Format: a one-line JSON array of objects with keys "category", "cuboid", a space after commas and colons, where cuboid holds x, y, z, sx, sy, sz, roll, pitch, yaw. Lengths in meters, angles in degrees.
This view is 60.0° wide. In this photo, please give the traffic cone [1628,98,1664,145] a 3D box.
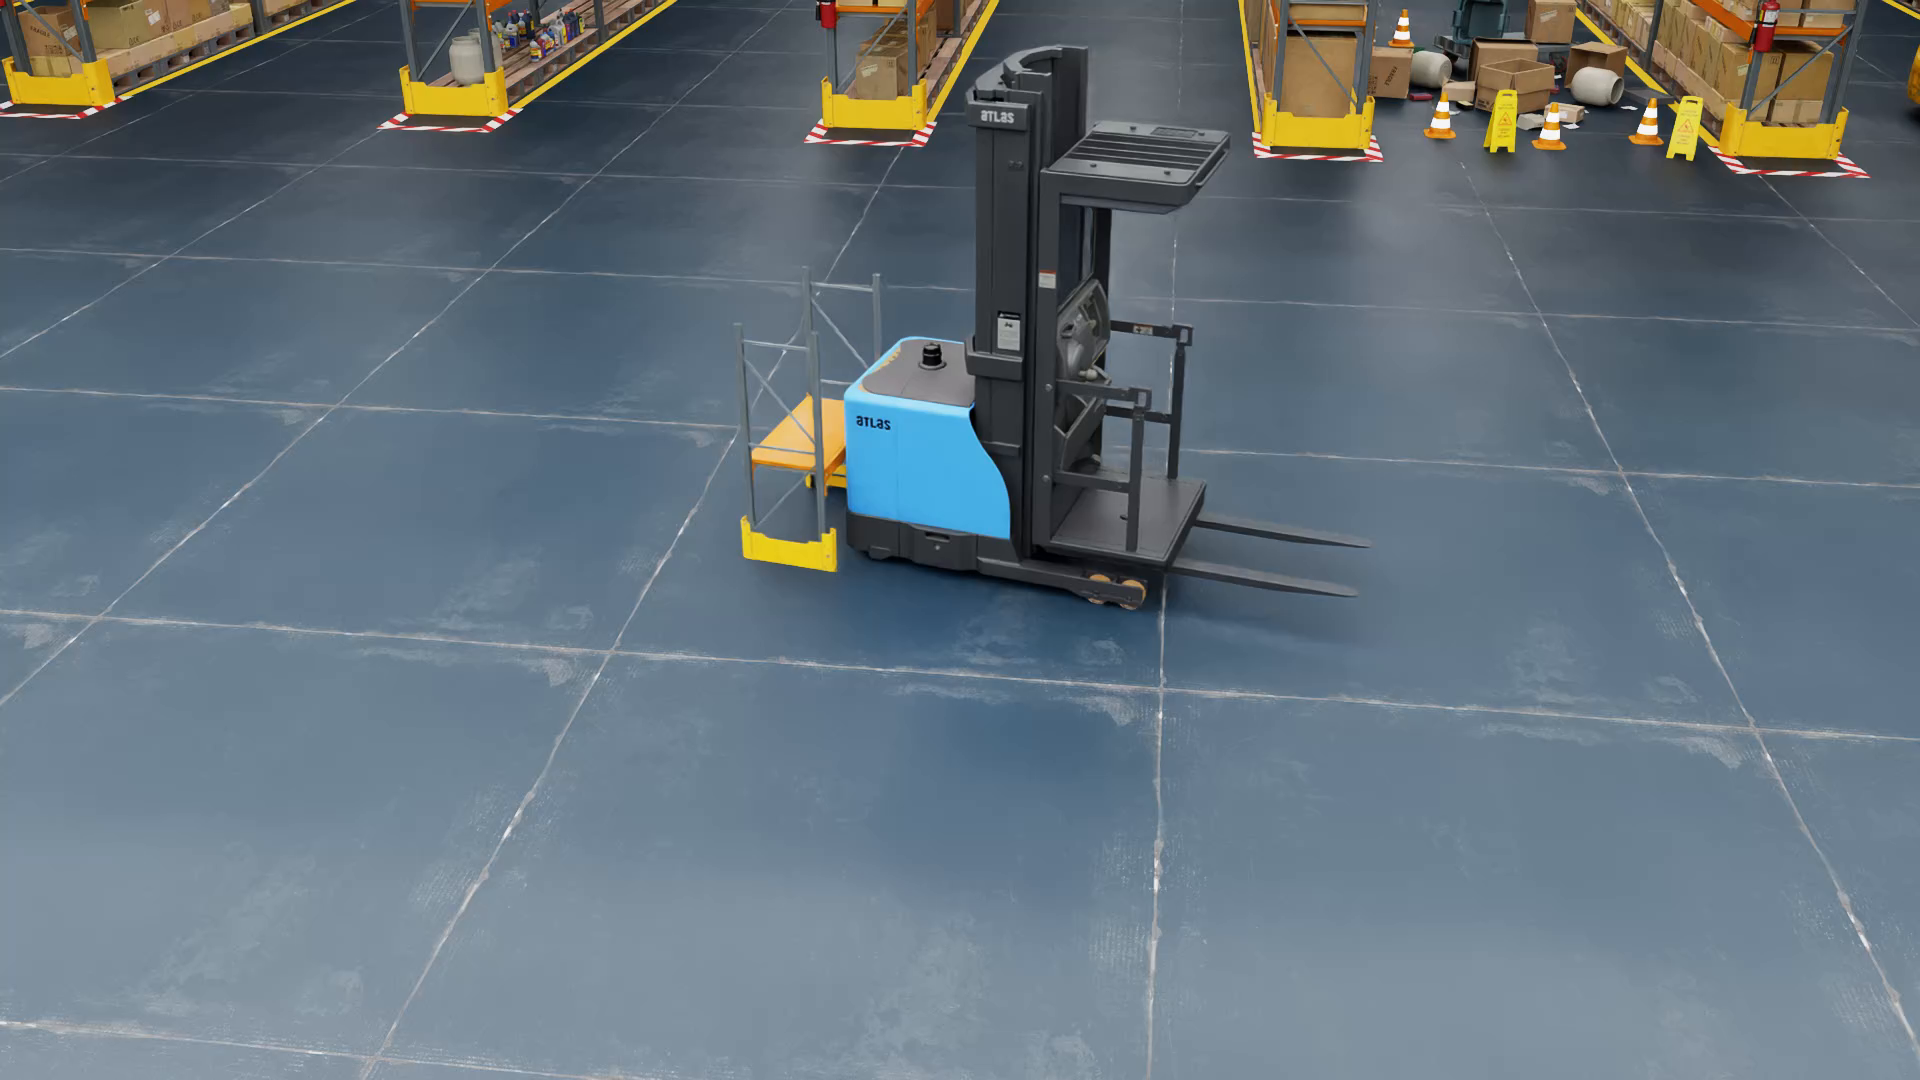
[{"category": "traffic cone", "cuboid": [7.624, -4.640, 18.374, 0.336, 0.463, 0.334, 3, 28, 6]}]

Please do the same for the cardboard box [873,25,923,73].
[{"category": "cardboard box", "cuboid": [-0.756, -6.010, 20.435, 0.500, 0.500, 0.500, 6, 29, 11]}]

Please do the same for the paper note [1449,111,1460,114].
[{"category": "paper note", "cuboid": [5.798, -5.031, 19.559, 0.144, 0.017, 0.142, 14, 31, 24]}]

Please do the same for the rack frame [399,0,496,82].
[{"category": "rack frame", "cuboid": [-5.900, -6.343, 18.861, 1.000, 3.000, 0.127, 3, 28, 6]}]

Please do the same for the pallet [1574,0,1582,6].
[{"category": "pallet", "cuboid": [10.003, -8.384, 25.590, 1.003, 0.211, 1.213, 3, 28, 6]}]

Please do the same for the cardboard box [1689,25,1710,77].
[{"category": "cardboard box", "cuboid": [8.820, -5.659, 19.257, 0.500, 0.500, 0.500, 3, 28, 5]}]

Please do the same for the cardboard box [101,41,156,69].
[{"category": "cardboard box", "cuboid": [-10.471, -6.082, 20.833, 0.500, 0.250, 0.500, 3, 28, 6]}]

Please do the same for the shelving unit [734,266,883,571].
[{"category": "shelving unit", "cuboid": [-0.873, -0.756, 10.072, 0.587, 1.500, 1.083, 8, 29, 15]}]

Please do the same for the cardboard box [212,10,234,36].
[{"category": "cardboard box", "cuboid": [-10.236, -7.024, 22.582, 0.500, 0.250, 0.500, 3, 28, 6]}]

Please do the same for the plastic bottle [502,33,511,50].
[{"category": "plastic bottle", "cuboid": [-5.893, -6.469, 21.581, 0.097, 0.201, 0.097, 0, 28, 0]}]

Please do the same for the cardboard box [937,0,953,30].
[{"category": "cardboard box", "cuboid": [-0.397, -7.319, 22.845, 0.700, 0.500, 0.500, 1, 28, 2]}]

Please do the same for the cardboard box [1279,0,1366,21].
[{"category": "cardboard box", "cuboid": [3.927, -5.963, 17.997, 0.875, 0.550, 0.550, 3, 28, 6]}]

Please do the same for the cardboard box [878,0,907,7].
[{"category": "cardboard box", "cuboid": [-0.712, -6.065, 18.610, 0.380, 0.149, 0.250, 3, 28, 6]}]

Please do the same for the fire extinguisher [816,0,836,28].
[{"category": "fire extinguisher", "cuboid": [-1.455, -5.994, 18.295, 0.296, 0.674, 0.183, 3, 28, 6]}]

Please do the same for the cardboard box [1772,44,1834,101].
[{"category": "cardboard box", "cuboid": [9.227, -5.159, 18.328, 0.500, 0.500, 0.500, 2, 28, 4]}]

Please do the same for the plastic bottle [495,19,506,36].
[{"category": "plastic bottle", "cuboid": [-5.995, -6.609, 21.683, 0.144, 0.351, 0.185, 3, 28, 6]}]

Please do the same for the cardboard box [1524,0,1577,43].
[{"category": "cardboard box", "cuboid": [7.571, -6.684, 21.332, 0.500, 0.500, 0.500, 3, 28, 6]}]

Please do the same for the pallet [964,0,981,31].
[{"category": "pallet", "cuboid": [-0.253, -7.653, 24.233, 1.003, 0.211, 1.213, 3, 28, 6]}]

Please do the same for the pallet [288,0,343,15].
[{"category": "pallet", "cuboid": [-10.127, -8.213, 25.272, 1.003, 0.211, 1.213, 3, 28, 6]}]

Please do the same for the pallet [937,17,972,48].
[{"category": "pallet", "cuboid": [-0.400, -7.077, 23.164, 1.003, 0.211, 1.213, 3, 28, 6]}]

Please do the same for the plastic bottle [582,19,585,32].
[{"category": "plastic bottle", "cuboid": [-5.145, -6.999, 22.565, 0.097, 0.201, 0.097, 0, 28, 0]}]

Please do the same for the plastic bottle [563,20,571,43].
[{"category": "plastic bottle", "cuboid": [-5.204, -6.734, 21.988, 0.061, 0.283, 0.133, 5, 29, 10]}]

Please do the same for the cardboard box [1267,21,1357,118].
[{"category": "cardboard box", "cuboid": [3.944, -5.292, 18.708, 0.875, 0.875, 0.875, 4, 29, 6]}]

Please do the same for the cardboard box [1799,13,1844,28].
[{"category": "cardboard box", "cuboid": [9.098, -5.517, 17.592, 0.380, 0.149, 0.250, 3, 29, 6]}]

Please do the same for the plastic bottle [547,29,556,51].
[{"category": "plastic bottle", "cuboid": [-5.289, -6.475, 21.518, 0.097, 0.271, 0.097, 0, 28, 0]}]

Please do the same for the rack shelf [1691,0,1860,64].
[{"category": "rack shelf", "cuboid": [9.096, -6.104, 19.176, 1.077, 0.370, 4.000, 3, 28, 6]}]

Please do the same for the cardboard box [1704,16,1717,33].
[{"category": "cardboard box", "cuboid": [8.737, -5.880, 18.984, 0.380, 0.149, 0.250, 5, 29, 8]}]

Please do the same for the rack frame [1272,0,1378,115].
[{"category": "rack frame", "cuboid": [3.926, -5.719, 17.704, 1.000, 3.000, 0.127, 3, 28, 6]}]

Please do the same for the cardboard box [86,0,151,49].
[{"category": "cardboard box", "cuboid": [-10.469, -6.412, 20.655, 0.500, 0.500, 0.500, 3, 28, 6]}]

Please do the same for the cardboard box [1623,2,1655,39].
[{"category": "cardboard box", "cuboid": [9.488, -6.976, 22.364, 0.950, 0.372, 0.625, 5, 29, 9]}]

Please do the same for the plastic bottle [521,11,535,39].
[{"category": "plastic bottle", "cuboid": [-5.777, -6.889, 22.204, 0.144, 0.351, 0.185, 3, 28, 6]}]

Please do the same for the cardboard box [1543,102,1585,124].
[{"category": "cardboard box", "cuboid": [7.007, -4.958, 19.297, 0.380, 0.149, 0.250, 20, 34, 32]}]

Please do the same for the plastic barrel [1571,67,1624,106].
[{"category": "plastic barrel", "cuboid": [7.602, -5.405, 19.837, 0.421, 0.421, 0.512, -24, 36, -37]}]

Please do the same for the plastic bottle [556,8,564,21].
[{"category": "plastic bottle", "cuboid": [-5.345, -6.942, 22.302, 0.144, 0.351, 0.185, 3, 28, 6]}]

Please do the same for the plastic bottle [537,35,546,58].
[{"category": "plastic bottle", "cuboid": [-5.322, -6.282, 21.147, 0.061, 0.283, 0.133, 4, 29, 7]}]

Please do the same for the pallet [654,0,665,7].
[{"category": "pallet", "cuboid": [-5.053, -8.519, 25.840, 1.003, 0.211, 1.213, 3, 28, 6]}]

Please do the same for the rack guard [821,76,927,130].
[{"category": "rack guard", "cuboid": [-0.975, -4.990, 18.986, 1.175, 0.500, 0.348, 3, 28, 6]}]

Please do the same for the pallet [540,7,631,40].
[{"category": "pallet", "cuboid": [-5.352, -7.370, 23.708, 1.003, 0.211, 1.213, 3, 28, 6]}]

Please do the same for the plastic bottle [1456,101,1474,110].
[{"category": "plastic bottle", "cuboid": [5.999, -5.181, 19.802, 0.133, 0.061, 0.283, -6, 29, -11]}]

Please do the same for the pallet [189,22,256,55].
[{"category": "pallet", "cuboid": [-10.464, -6.916, 22.865, 1.003, 0.211, 1.213, 3, 28, 6]}]

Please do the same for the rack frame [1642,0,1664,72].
[{"category": "rack frame", "cuboid": [9.341, -7.362, 20.753, 1.000, 3.000, 0.127, 3, 28, 6]}]

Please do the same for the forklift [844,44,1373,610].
[{"category": "forklift", "cuboid": [0.884, -1.177, 9.344, 3.031, 2.935, 1.130, 10, 30, 17]}]

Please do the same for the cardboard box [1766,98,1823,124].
[{"category": "cardboard box", "cuboid": [9.225, -4.817, 18.485, 0.500, 0.250, 0.500, 3, 28, 6]}]

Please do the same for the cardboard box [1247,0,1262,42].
[{"category": "cardboard box", "cuboid": [4.403, -7.094, 22.185, 1.050, 0.750, 0.750, 3, 28, 6]}]

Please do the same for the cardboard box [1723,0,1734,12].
[{"category": "cardboard box", "cuboid": [8.660, -5.925, 18.351, 0.380, 0.149, 0.250, 4, 29, 7]}]

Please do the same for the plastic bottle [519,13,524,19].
[{"category": "plastic bottle", "cuboid": [-5.896, -6.942, 22.381, 0.152, 0.276, 0.135, 4, 29, 8]}]

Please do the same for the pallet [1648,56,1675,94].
[{"category": "pallet", "cuboid": [9.294, -5.816, 20.824, 1.003, 0.211, 1.213, 3, 28, 6]}]

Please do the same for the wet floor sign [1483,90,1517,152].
[{"category": "wet floor sign", "cuboid": [5.888, -4.554, 18.023, 0.267, 0.644, 0.232, -1, 28, -3]}]

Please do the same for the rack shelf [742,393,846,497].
[{"category": "rack shelf", "cuboid": [-0.876, -0.593, 10.149, 0.538, 0.185, 1.000, 8, 29, 15]}]

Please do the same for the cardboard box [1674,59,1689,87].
[{"category": "cardboard box", "cuboid": [8.885, -5.573, 19.888, 0.500, 0.250, 0.500, 3, 28, 6]}]

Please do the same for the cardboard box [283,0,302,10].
[{"category": "cardboard box", "cuboid": [-9.966, -7.906, 24.218, 0.500, 0.250, 0.500, 4, 29, 7]}]

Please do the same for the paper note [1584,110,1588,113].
[{"category": "paper note", "cuboid": [7.392, -5.061, 19.634, 0.032, 0.001, 0.123, 3, 28, 6]}]

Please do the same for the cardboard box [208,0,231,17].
[{"category": "cardboard box", "cuboid": [-10.238, -7.354, 22.404, 0.500, 0.500, 0.500, 3, 28, 6]}]
